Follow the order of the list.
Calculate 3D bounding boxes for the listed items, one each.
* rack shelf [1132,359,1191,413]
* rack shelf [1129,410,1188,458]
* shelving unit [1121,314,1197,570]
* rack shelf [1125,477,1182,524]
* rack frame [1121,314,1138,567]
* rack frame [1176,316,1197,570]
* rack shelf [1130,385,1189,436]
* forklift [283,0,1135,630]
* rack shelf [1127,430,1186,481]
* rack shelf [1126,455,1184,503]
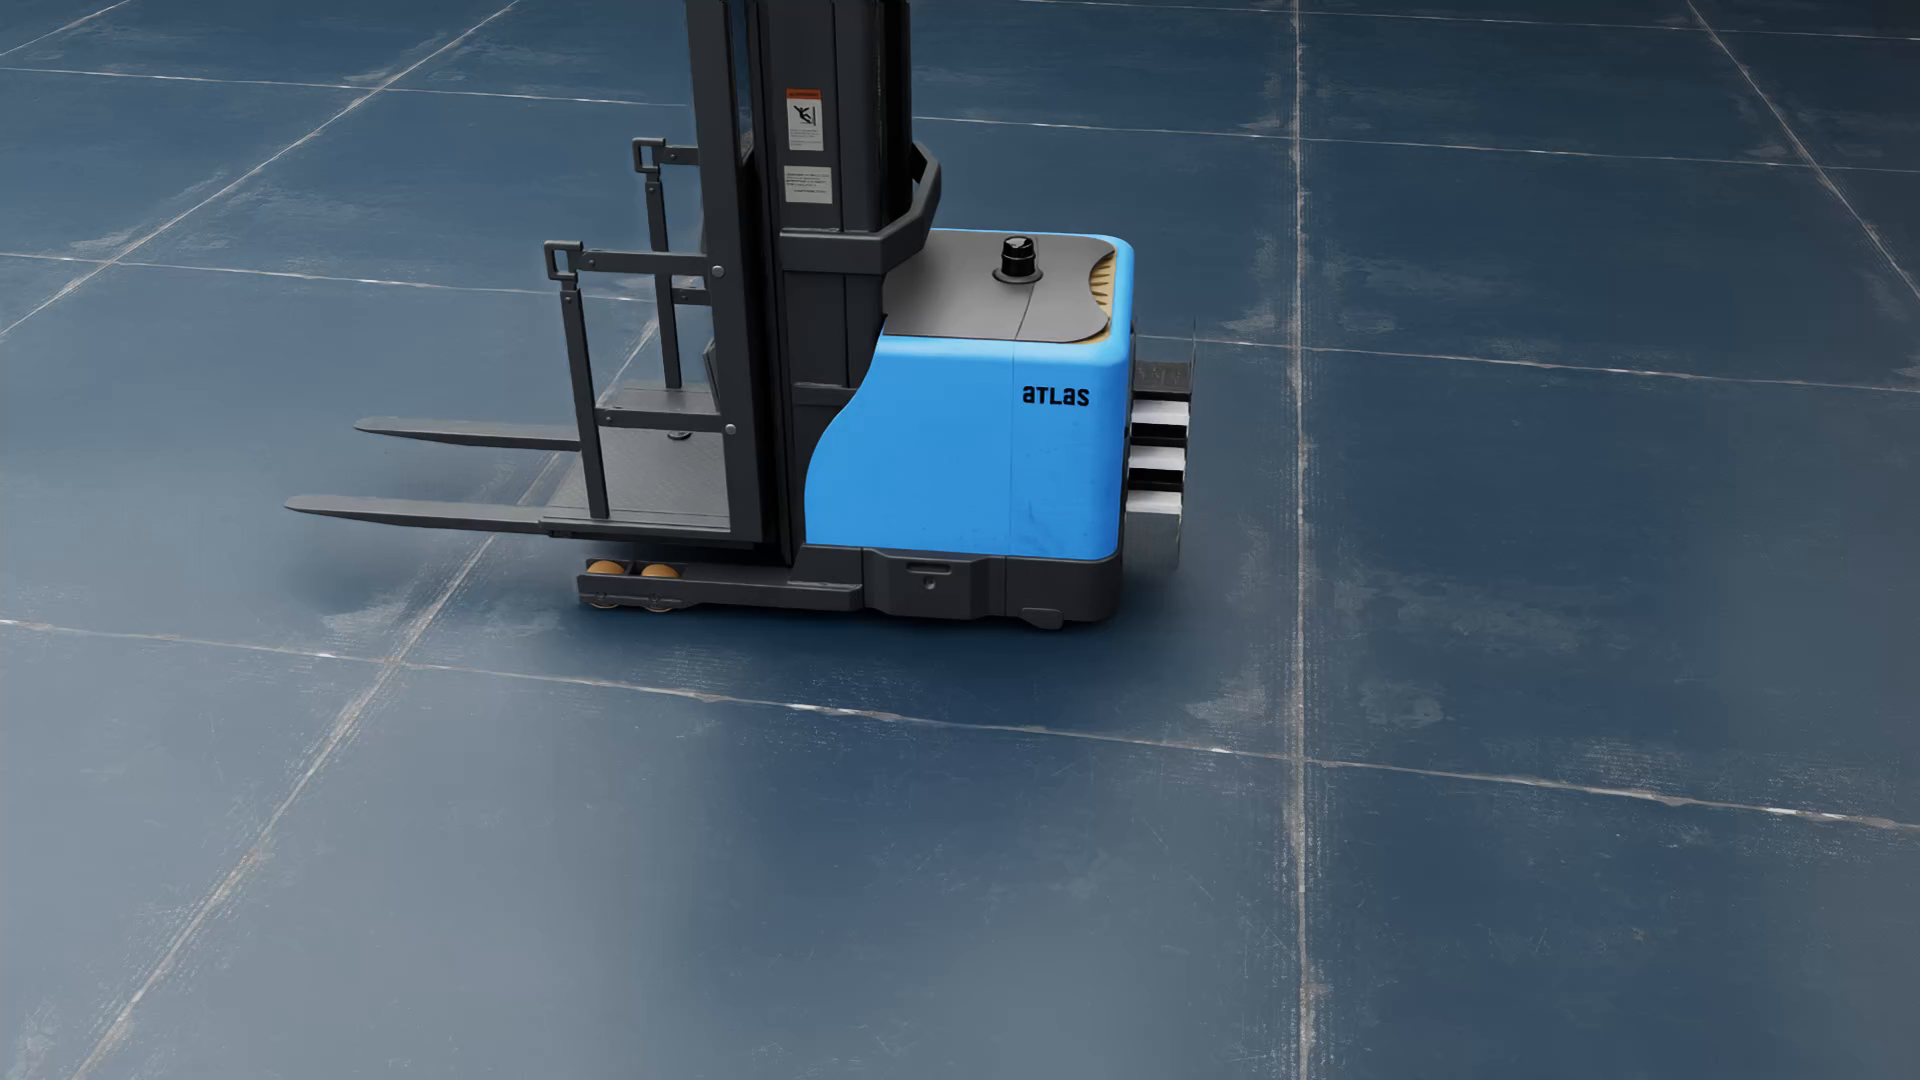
[{"bbox_3d":[0.706,-0.542,5.822,0.200,0.077,0.258,3,32,5],"label":"rack shelf"},{"bbox_3d":[0.706,-0.389,5.917,0.200,0.077,0.258,3,32,5],"label":"rack shelf"},{"bbox_3d":[0.706,-0.341,5.947,0.210,0.900,0.258,3,32,5],"label":"shelving unit"},{"bbox_3d":[0.706,-0.161,6.060,0.200,0.077,0.258,3,32,5],"label":"rack shelf"},{"bbox_3d":[0.605,-0.347,5.957,0.006,0.900,0.240,3,32,5],"label":"rack frame"},{"bbox_3d":[0.807,-0.335,5.938,0.006,0.900,0.240,3,32,5],"label":"rack frame"},{"bbox_3d":[0.706,-0.466,5.869,0.200,0.077,0.258,3,32,5],"label":"rack shelf"},{"bbox_3d":[-0.915,-1.263,5.505,3.031,2.935,1.130,3,32,5],"label":"forklift"},{"bbox_3d":[0.706,-0.313,5.965,0.200,0.077,0.258,3,32,5],"label":"rack shelf"},{"bbox_3d":[0.706,-0.237,6.013,0.200,0.077,0.258,3,32,5],"label":"rack shelf"}]
